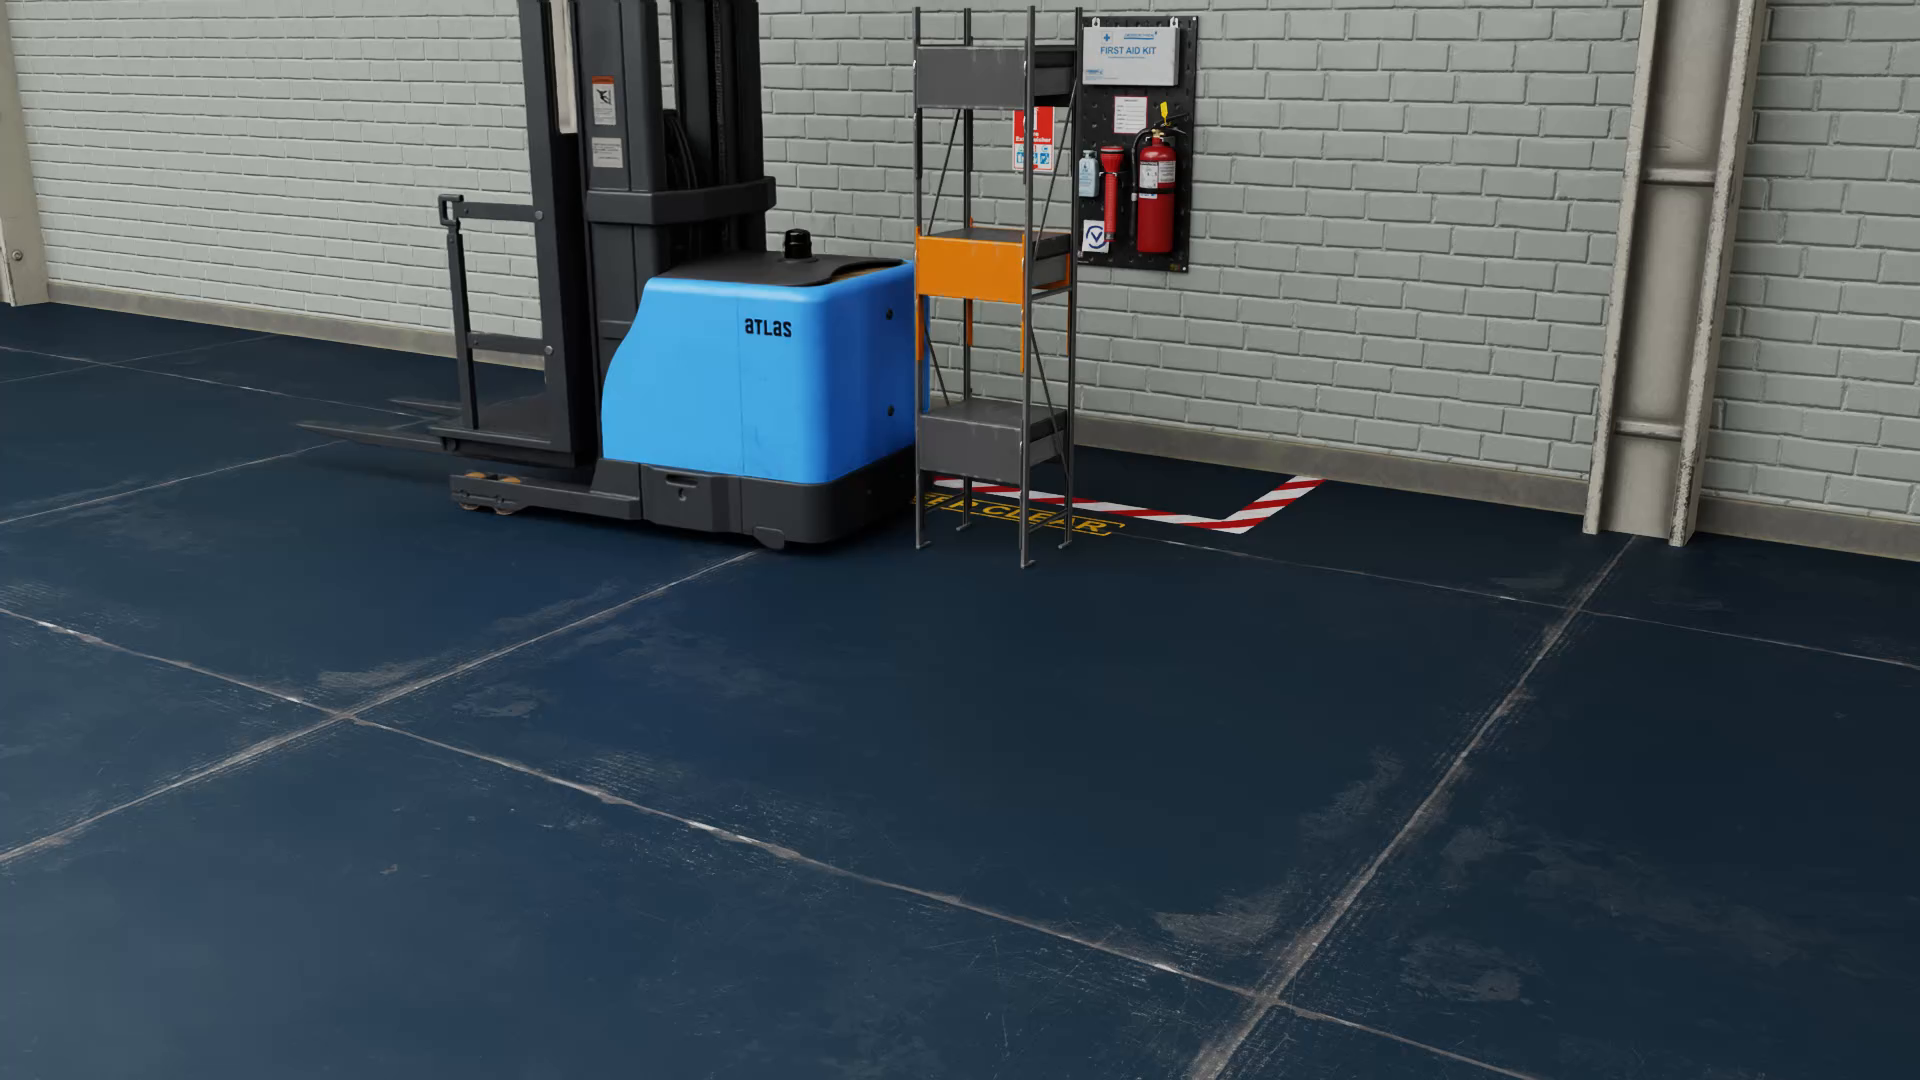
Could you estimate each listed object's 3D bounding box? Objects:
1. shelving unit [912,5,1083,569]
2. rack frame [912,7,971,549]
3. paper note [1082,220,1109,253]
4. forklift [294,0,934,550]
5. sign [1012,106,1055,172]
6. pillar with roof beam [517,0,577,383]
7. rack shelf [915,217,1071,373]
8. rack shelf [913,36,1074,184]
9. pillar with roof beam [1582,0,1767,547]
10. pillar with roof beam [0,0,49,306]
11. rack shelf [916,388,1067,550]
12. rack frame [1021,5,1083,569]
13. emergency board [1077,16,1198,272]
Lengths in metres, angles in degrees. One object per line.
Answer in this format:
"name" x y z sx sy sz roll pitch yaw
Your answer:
"shelving unit" 0.141 -0.980 6.493 0.503 2.100 0.431 10 20 30
"rack frame" -0.067 -1.017 6.615 0.015 2.100 0.400 10 20 30
"paper note" 0.663 -1.483 8.117 0.142 0.148 0.016 10 20 30
"forklift" -1.672 -1.637 7.228 3.031 2.935 1.130 8 19 25
"sign" 0.361 -1.987 8.200 0.234 0.329 0.001 10 20 30
"pillar with roof beam" -4.502 -4.192 5.198 0.400 9.000 9.100 10 20 30
"rack shelf" 0.141 -0.966 6.497 0.480 0.518 0.431 10 20 30
"rack shelf" 0.141 -1.636 6.294 0.480 0.518 0.431 10 20 30
"pillar with roof beam" 0.611 -3.279 2.194 0.400 9.000 9.100 10 20 30
"pillar with roof beam" -9.615 -5.105 8.203 0.400 9.000 9.100 10 20 30
"rack shelf" 0.141 -0.297 6.701 0.480 0.518 0.431 10 20 30
"rack frame" 0.349 -0.942 6.371 0.015 2.100 0.400 10 20 30
"emergency board" 0.778 -1.860 7.845 0.643 1.169 0.194 10 20 30
